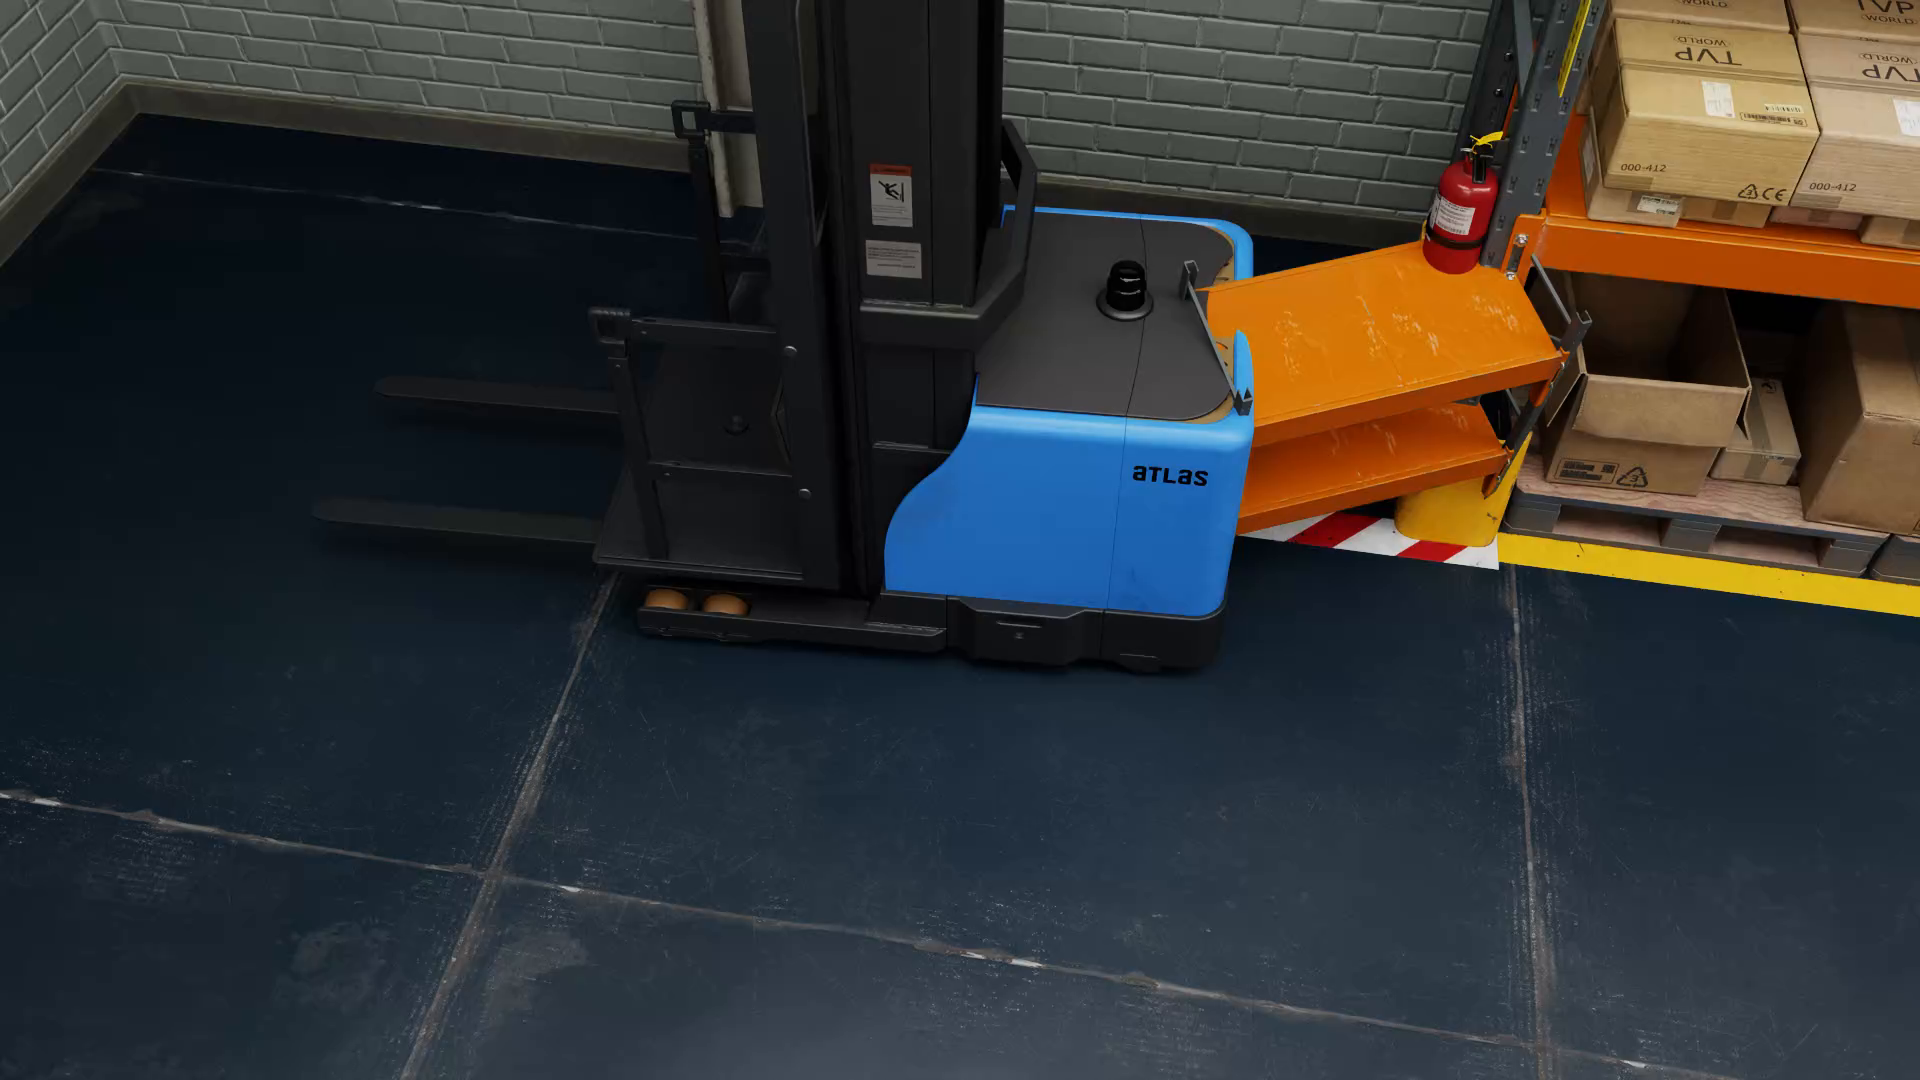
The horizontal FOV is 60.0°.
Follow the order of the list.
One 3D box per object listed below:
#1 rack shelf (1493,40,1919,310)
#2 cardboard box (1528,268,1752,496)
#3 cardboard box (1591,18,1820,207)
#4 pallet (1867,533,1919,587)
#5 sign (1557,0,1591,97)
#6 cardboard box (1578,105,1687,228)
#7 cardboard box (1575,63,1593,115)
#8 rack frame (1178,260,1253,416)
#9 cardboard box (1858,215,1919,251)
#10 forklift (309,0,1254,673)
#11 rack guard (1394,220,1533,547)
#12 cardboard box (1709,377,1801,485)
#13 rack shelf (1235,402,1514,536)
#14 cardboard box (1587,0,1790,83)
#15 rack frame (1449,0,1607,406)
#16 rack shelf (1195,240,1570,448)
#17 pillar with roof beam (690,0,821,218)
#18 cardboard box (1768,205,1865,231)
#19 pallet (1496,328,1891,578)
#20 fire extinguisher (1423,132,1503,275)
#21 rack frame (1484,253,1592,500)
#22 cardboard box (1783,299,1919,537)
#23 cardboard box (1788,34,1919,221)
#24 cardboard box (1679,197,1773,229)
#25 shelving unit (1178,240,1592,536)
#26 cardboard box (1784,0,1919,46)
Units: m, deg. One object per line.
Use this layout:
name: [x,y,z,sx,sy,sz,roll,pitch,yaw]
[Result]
rack shelf: [3.672,-0.925,5.048,4.000,0.370,1.077,8,49,7]
cardboard box: [2.289,-0.586,5.656,0.637,0.503,0.797,6,48,5]
cardboard box: [2.102,-1.222,4.732,0.500,0.250,0.500,8,49,7]
pallet: [3.760,-0.220,5.806,1.213,0.211,1.003,8,49,7]
sign: [1.607,-1.322,4.339,0.005,0.325,0.100,8,49,7]
cardboard box: [1.978,-1.102,4.892,0.250,0.149,0.380,7,48,7]
cardboard box: [2.077,-1.499,5.249,0.250,0.149,0.380,7,48,6]
rack frame: [0.721,-0.322,5.167,0.032,1.125,0.500,-13,62,-8]
cardboard box: [2.739,-1.014,4.814,0.250,0.149,0.380,9,49,8]
forklift: [-0.624,-1.033,4.708,3.031,2.935,1.130,5,48,4]
rack guard: [1.778,-0.584,5.939,0.348,0.500,1.175,8,49,7]
cardboard box: [2.700,-0.383,5.711,0.250,0.149,0.380,6,48,5]
rack shelf: [1.210,-0.319,5.448,1.000,0.278,0.538,-13,62,-8]
cardboard box: [2.203,-1.613,5.083,0.500,0.250,0.500,9,49,8]
rack frame: [1.704,-1.430,5.018,0.127,3.000,1.000,8,49,7]
rack shelf: [1.214,-0.578,4.978,1.000,0.278,0.538,-13,62,-8]
pillar with roof beam: [-1.555,-1.300,0.869,0.400,9.000,9.100,8,49,7]
cardboard box: [2.502,-1.093,4.884,0.250,0.149,0.380,7,48,6]
pallet: [2.563,-0.383,5.953,1.213,0.211,1.003,8,49,7]
fire extinguisher: [1.477,-0.961,4.899,0.183,0.674,0.296,8,49,7]
rack frame: [1.702,-0.552,5.302,0.032,1.125,0.500,-13,62,-8]
cardboard box: [3.123,-0.443,5.530,0.500,0.500,0.700,9,49,8]
cardboard box: [2.598,-1.156,4.673,0.500,0.250,0.500,8,49,7]
cardboard box: [2.237,-1.102,4.892,0.250,0.149,0.380,9,49,8]
shelving unit: [1.211,-0.437,5.234,1.048,1.125,0.538,-13,62,-8]
cardboard box: [2.711,-1.544,5.021,0.500,0.250,0.500,8,49,7]
